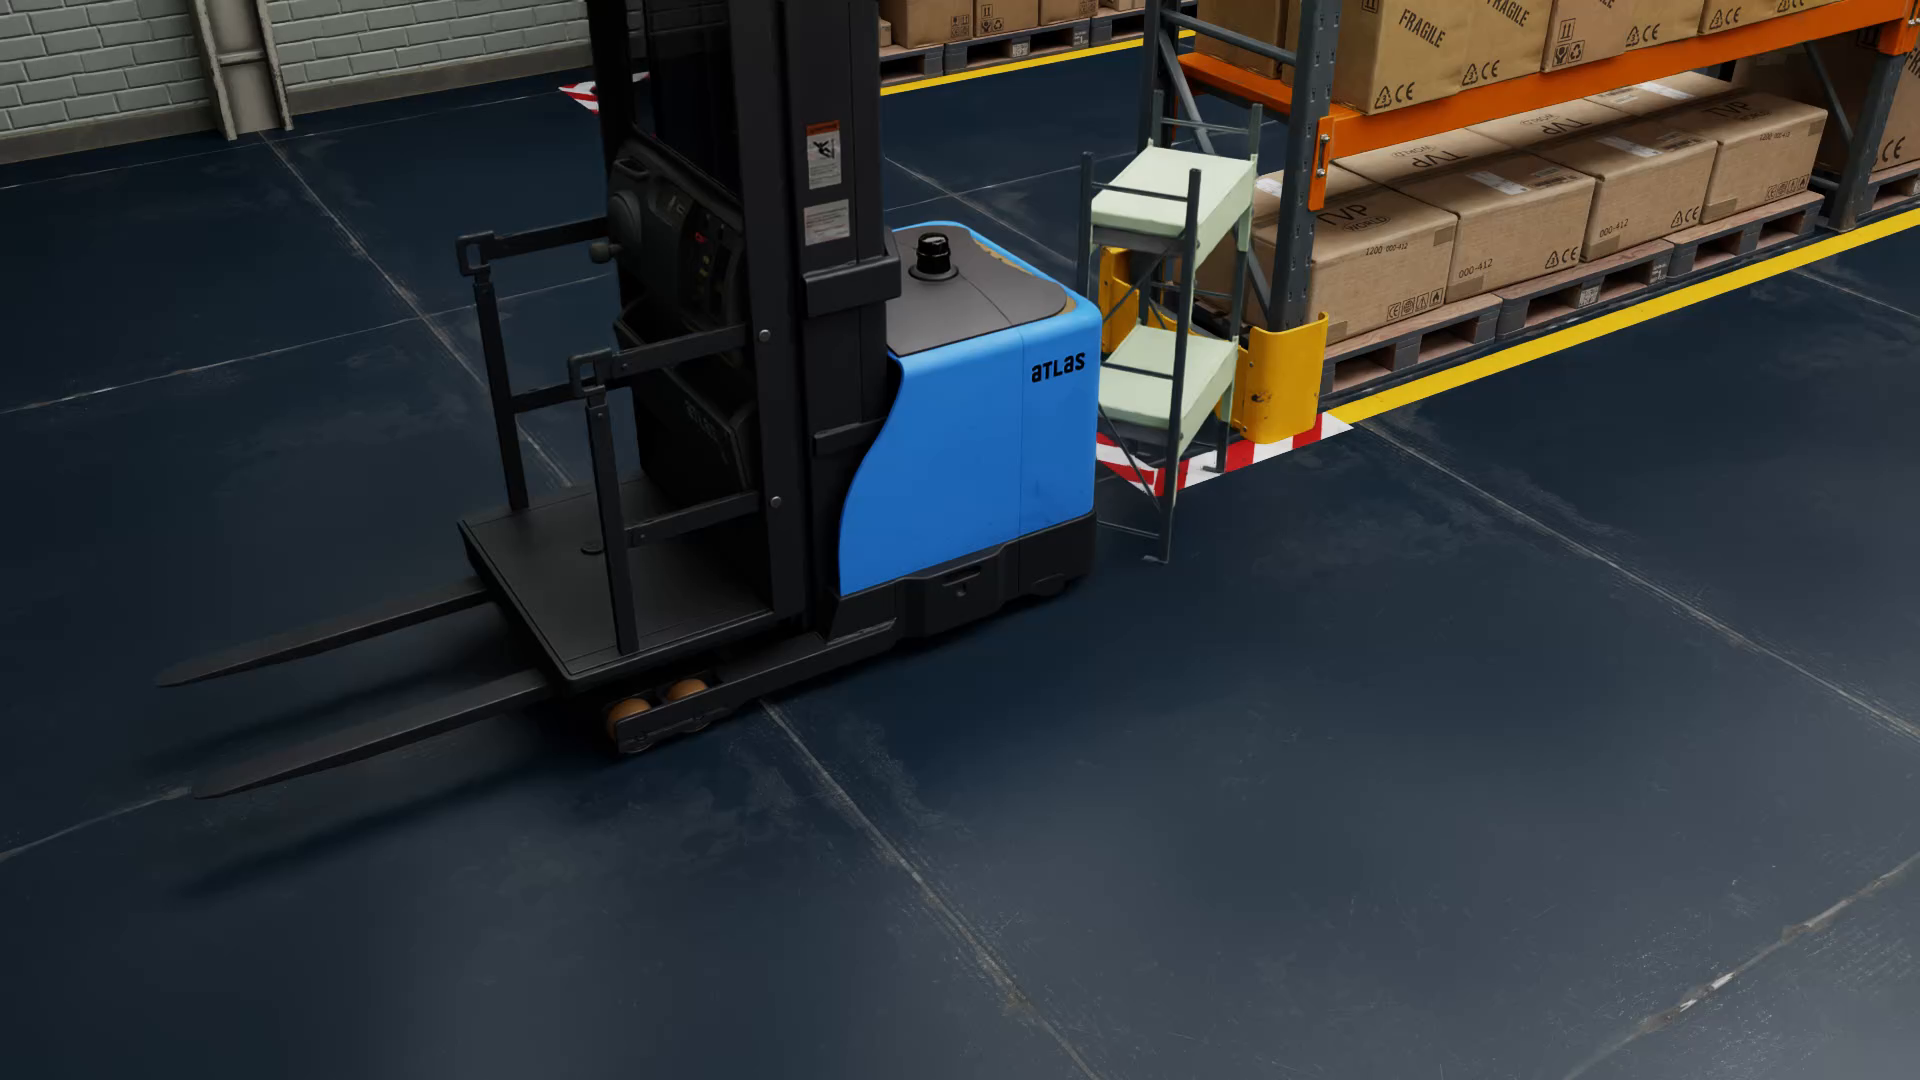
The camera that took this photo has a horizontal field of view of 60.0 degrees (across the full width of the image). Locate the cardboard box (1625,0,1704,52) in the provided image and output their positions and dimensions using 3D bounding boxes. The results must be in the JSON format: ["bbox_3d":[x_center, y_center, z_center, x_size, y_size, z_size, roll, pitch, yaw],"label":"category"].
[{"bbox_3d":[2.902,-2.472,7.263,0.500,0.500,0.500,-18,36,-26],"label":"cardboard box"}]

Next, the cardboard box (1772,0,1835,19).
[{"bbox_3d":[3.765,-2.768,7.733,0.500,0.500,0.500,-20,37,-28],"label":"cardboard box"}]

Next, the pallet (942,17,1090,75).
[{"bbox_3d":[0.149,-3.618,11.788,1.213,0.211,1.003,-19,37,-27],"label":"pallet"}]

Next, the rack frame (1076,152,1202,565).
[{"bbox_3d":[0.583,-0.591,5.779,0.400,1.500,0.023,14,35,20],"label":"rack frame"}]

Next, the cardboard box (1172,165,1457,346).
[{"bbox_3d":[1.584,-1.299,7.506,0.875,0.438,0.875,-20,38,-29],"label":"cardboard box"}]

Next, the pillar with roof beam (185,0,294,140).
[{"bbox_3d":[-2.031,-4.426,4.832,0.400,9.000,9.100,-19,37,-27],"label":"pillar with roof beam"}]

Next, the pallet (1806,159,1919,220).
[{"bbox_3d":[5.054,-2.203,9.545,1.213,0.211,1.003,-19,37,-27],"label":"pallet"}]

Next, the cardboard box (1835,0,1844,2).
[{"bbox_3d":[4.194,-2.919,7.973,0.500,0.500,0.500,-19,37,-27],"label":"cardboard box"}]

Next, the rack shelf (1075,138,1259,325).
[{"bbox_3d":[0.734,-1.099,5.853,0.431,0.370,0.720,14,35,20],"label":"rack shelf"}]

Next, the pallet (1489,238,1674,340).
[{"bbox_3d":[2.738,-1.407,8.282,1.213,0.211,1.003,-19,37,-27],"label":"pallet"}]

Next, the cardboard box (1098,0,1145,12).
[{"bbox_3d":[1.144,-3.976,11.910,0.258,0.266,0.396,-18,36,-26],"label":"cardboard box"}]

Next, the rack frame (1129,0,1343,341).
[{"bbox_3d":[1.084,-1.969,6.561,0.127,3.000,1.000,-19,37,-27],"label":"rack frame"}]

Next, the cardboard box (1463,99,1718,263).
[{"bbox_3d":[3.108,-1.827,8.343,0.875,0.438,0.875,-20,37,-29],"label":"cardboard box"}]

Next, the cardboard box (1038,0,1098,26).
[{"bbox_3d":[0.569,-3.979,11.695,0.500,0.500,0.700,-20,38,-29],"label":"cardboard box"}]

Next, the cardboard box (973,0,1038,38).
[{"bbox_3d":[0.195,-3.787,11.391,0.500,0.500,0.500,-18,37,-26],"label":"cardboard box"}]

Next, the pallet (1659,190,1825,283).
[{"bbox_3d":[3.764,-1.762,8.845,1.213,0.211,1.003,-19,37,-27],"label":"pallet"}]

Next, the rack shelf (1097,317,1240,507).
[{"bbox_3d":[0.731,-0.494,6.236,0.431,0.370,0.720,14,35,20],"label":"rack shelf"}]

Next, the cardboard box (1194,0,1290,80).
[{"bbox_3d":[1.346,-2.270,6.943,0.500,0.500,0.500,-19,37,-27],"label":"cardboard box"}]

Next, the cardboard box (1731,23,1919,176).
[{"bbox_3d":[4.924,-2.620,9.189,0.875,0.875,0.875,-18,36,-26],"label":"cardboard box"}]

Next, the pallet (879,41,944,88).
[{"bbox_3d":[-0.875,-3.268,11.232,1.213,0.211,1.003,-19,37,-27],"label":"pallet"}]

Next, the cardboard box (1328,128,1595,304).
[{"bbox_3d":[2.349,-1.567,7.931,0.875,0.438,0.875,-18,36,-26],"label":"cardboard box"}]

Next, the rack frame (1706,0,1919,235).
[{"bbox_3d":[4.446,-3.126,8.394,0.127,3.000,1.000,-19,37,-27],"label":"rack frame"}]

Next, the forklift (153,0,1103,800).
[{"bbox_3d":[-1.039,-0.898,4.926,3.031,2.935,1.130,-18,37,-26],"label":"forklift"}]

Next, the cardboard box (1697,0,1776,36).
[{"bbox_3d":[3.350,-2.616,7.492,0.500,0.500,0.500,-20,37,-28],"label":"cardboard box"}]

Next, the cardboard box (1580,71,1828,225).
[{"bbox_3d":[3.860,-2.086,8.754,0.875,0.438,0.875,-20,37,-28],"label":"cardboard box"}]

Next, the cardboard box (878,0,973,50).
[{"bbox_3d":[-0.304,-3.679,11.219,0.500,0.500,0.700,-17,36,-25],"label":"cardboard box"}]

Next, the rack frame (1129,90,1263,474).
[{"bbox_3d":[0.882,-0.948,6.345,0.400,1.500,0.023,14,35,20],"label":"rack frame"}]

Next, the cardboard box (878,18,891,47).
[{"bbox_3d":[-0.665,-3.406,11.116,0.250,0.149,0.380,-21,38,-29],"label":"cardboard box"}]

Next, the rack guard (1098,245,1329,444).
[{"bbox_3d":[1.064,-0.905,7.217,0.348,0.500,1.175,-19,37,-27],"label":"rack guard"}]

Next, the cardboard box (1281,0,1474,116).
[{"bbox_3d":[1.643,-2.022,6.550,0.500,0.500,0.500,-19,37,-28],"label":"cardboard box"}]

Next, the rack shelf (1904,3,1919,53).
[{"bbox_3d":[6.127,-3.400,9.502,4.000,0.370,1.077,-19,37,-27],"label":"rack shelf"}]

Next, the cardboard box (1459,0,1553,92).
[{"bbox_3d":[2.053,-2.180,6.801,0.500,0.500,0.500,-20,37,-28],"label":"cardboard box"}]

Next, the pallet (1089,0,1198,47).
[{"bbox_3d":[1.176,-3.973,12.351,1.213,0.211,1.003,-19,37,-27],"label":"pallet"}]

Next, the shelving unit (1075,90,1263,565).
[{"bbox_3d":[0.733,-0.769,6.062,0.431,1.500,0.755,14,35,20],"label":"shelving unit"}]

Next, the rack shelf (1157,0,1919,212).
[{"bbox_3d":[2.765,-2.243,7.669,4.000,0.370,1.077,-19,37,-27],"label":"rack shelf"}]

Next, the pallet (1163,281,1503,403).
[{"bbox_3d":[1.713,-1.056,7.727,1.213,0.211,1.003,-19,37,-27],"label":"pallet"}]

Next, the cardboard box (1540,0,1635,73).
[{"bbox_3d":[2.490,-2.319,7.022,0.500,0.500,0.500,-19,37,-28],"label":"cardboard box"}]
